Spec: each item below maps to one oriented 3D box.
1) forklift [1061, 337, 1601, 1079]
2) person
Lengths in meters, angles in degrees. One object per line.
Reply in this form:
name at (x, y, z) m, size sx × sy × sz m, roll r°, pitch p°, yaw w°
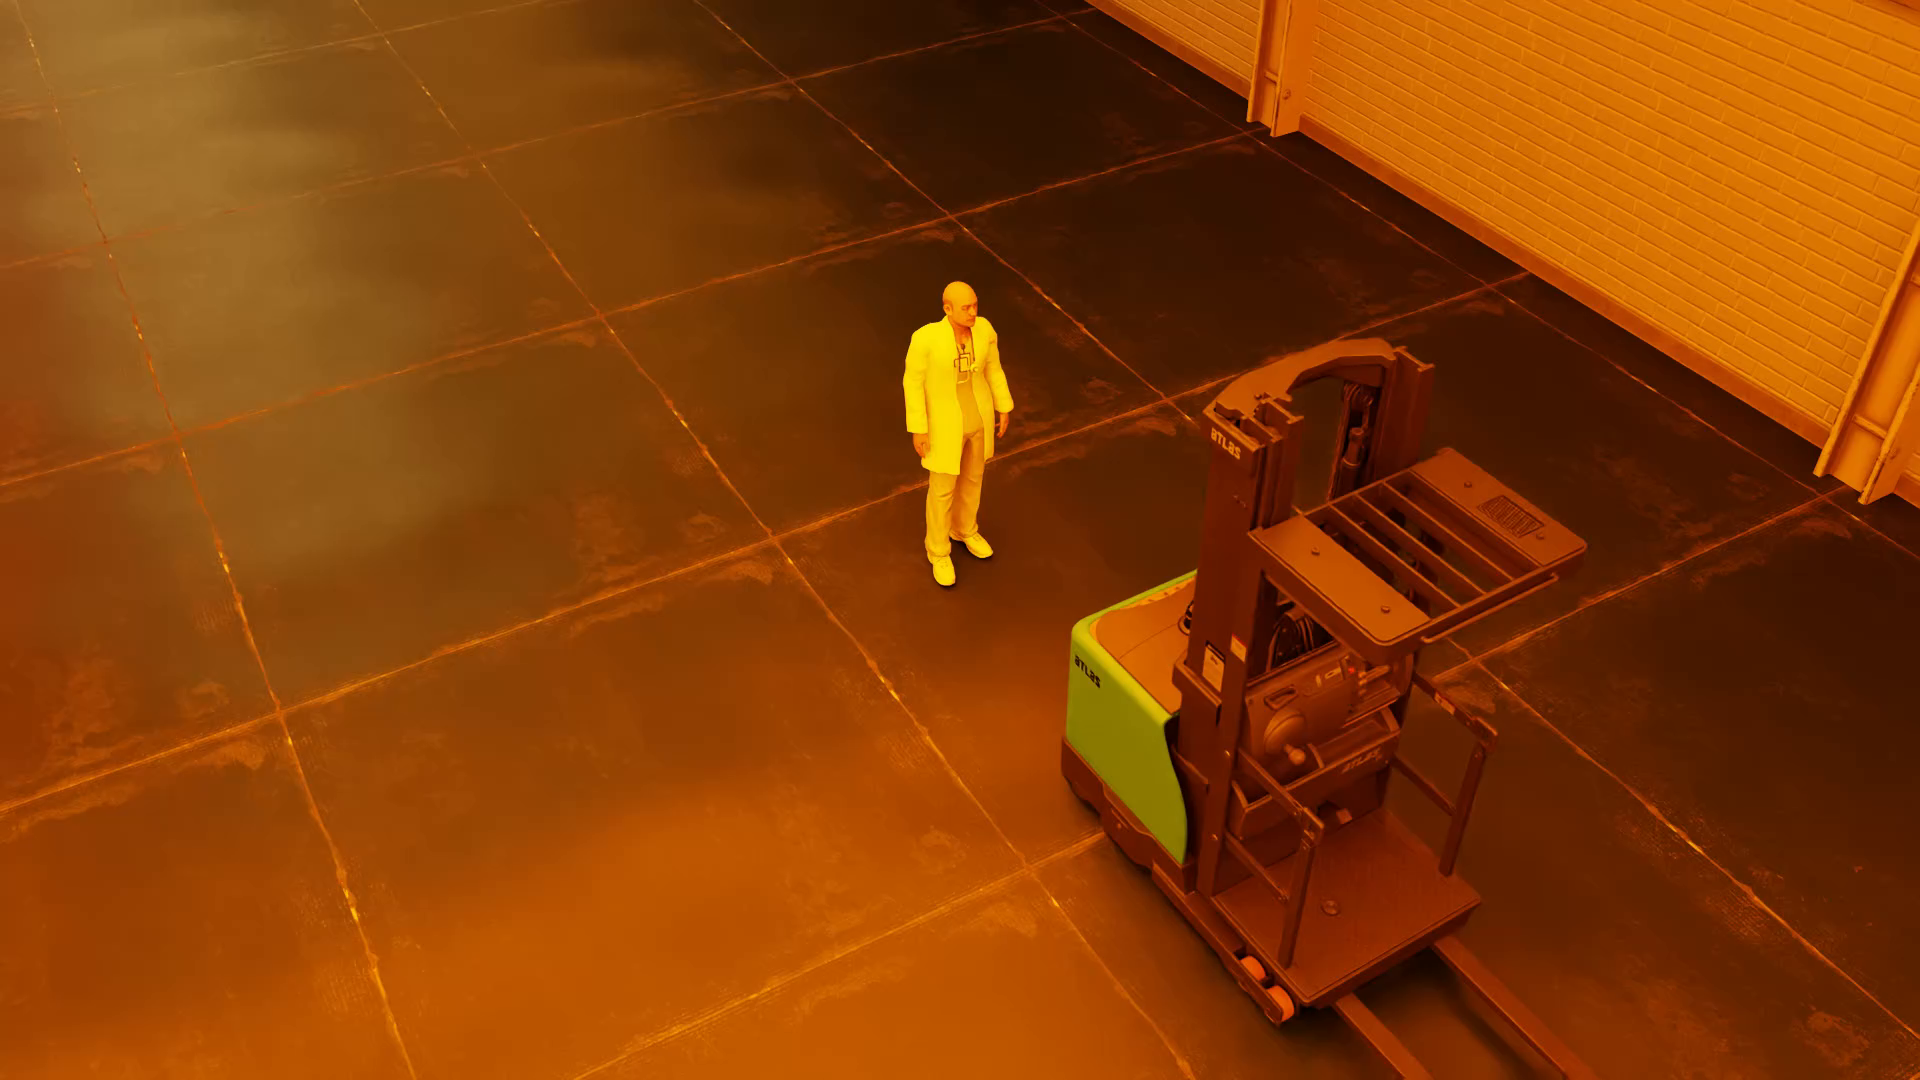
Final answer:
forklift at (1.734, 0.746, 7.137) m, size 1.130 × 2.935 × 3.031 m, roll -22°, pitch 44°, yaw -24°
person at (0.043, -0.638, 9.697) m, size 0.698 × 1.778 × 0.578 m, roll -20°, pitch 44°, yaw -23°
